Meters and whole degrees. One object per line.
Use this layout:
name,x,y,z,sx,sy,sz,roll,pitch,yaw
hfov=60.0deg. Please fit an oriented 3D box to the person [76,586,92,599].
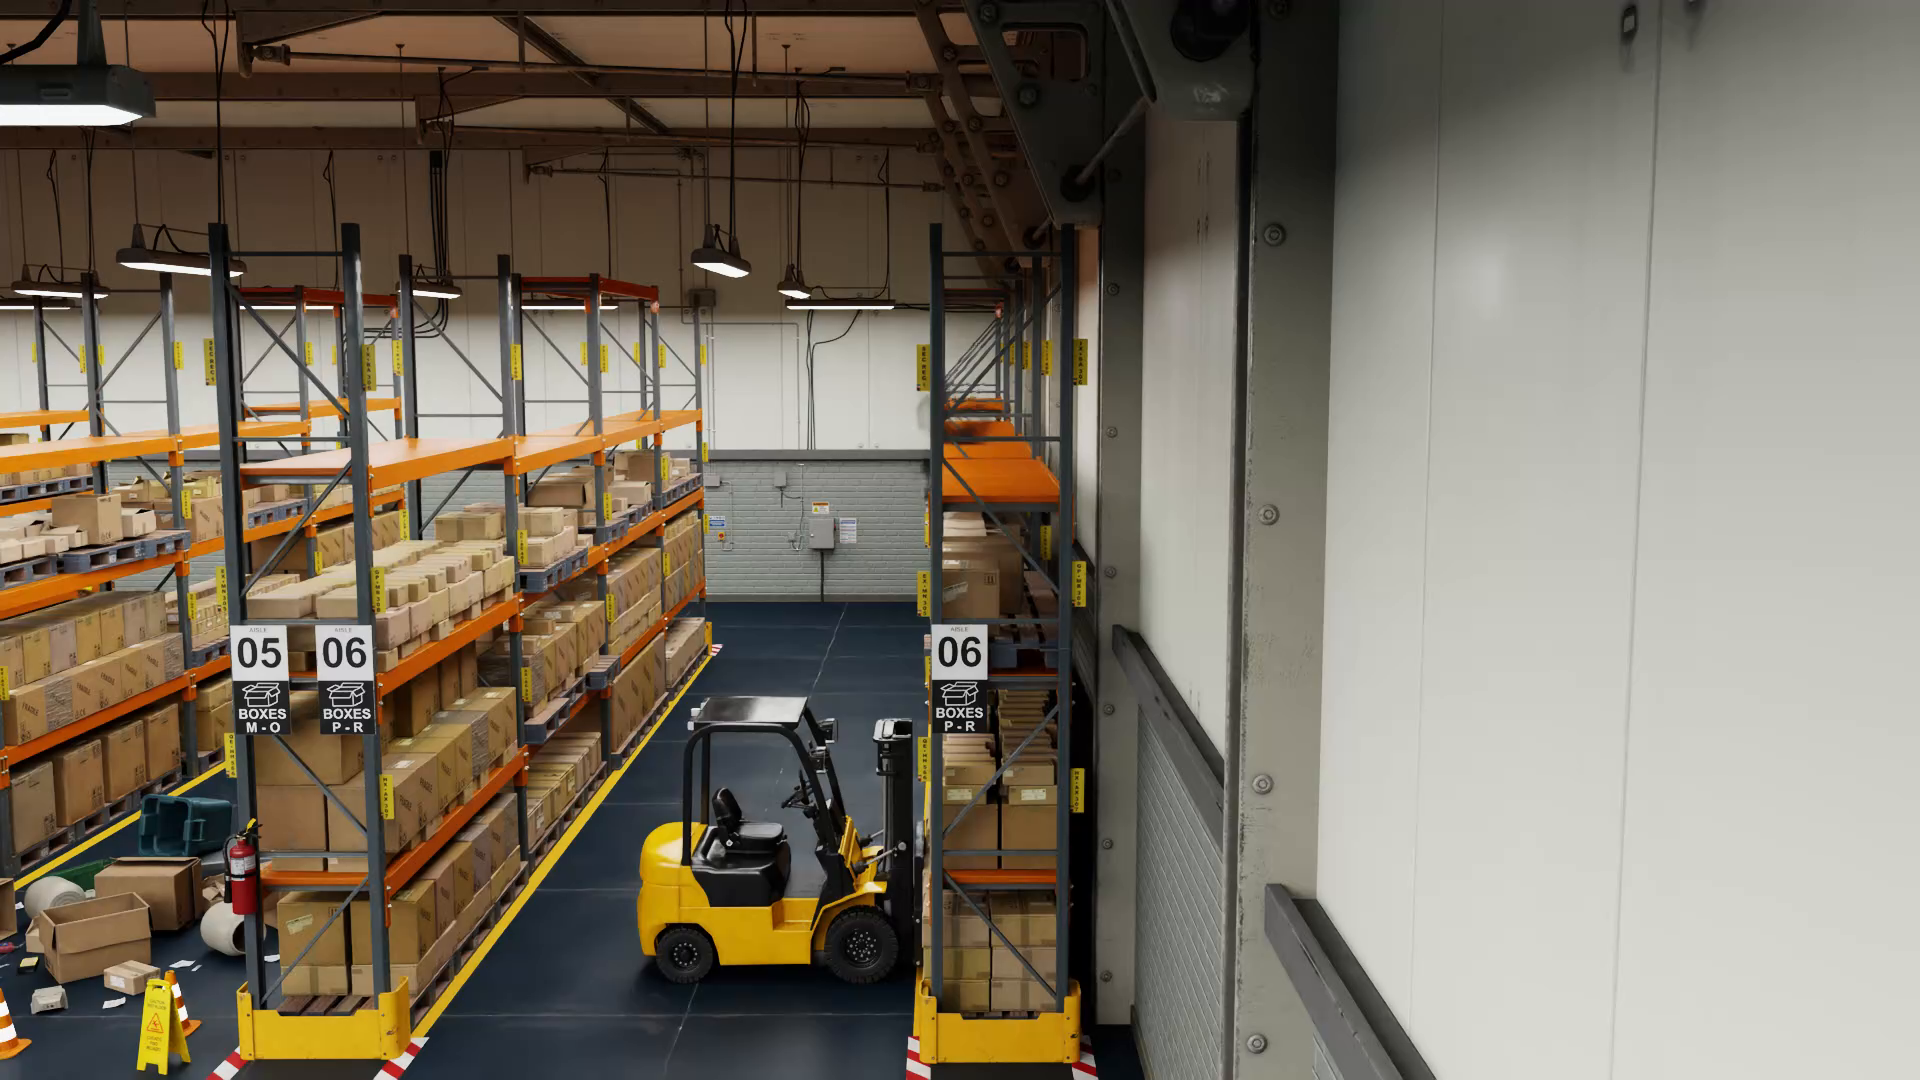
person,-12.806,1.480,24.322,0.699,1.722,0.580,-1,7,-9
